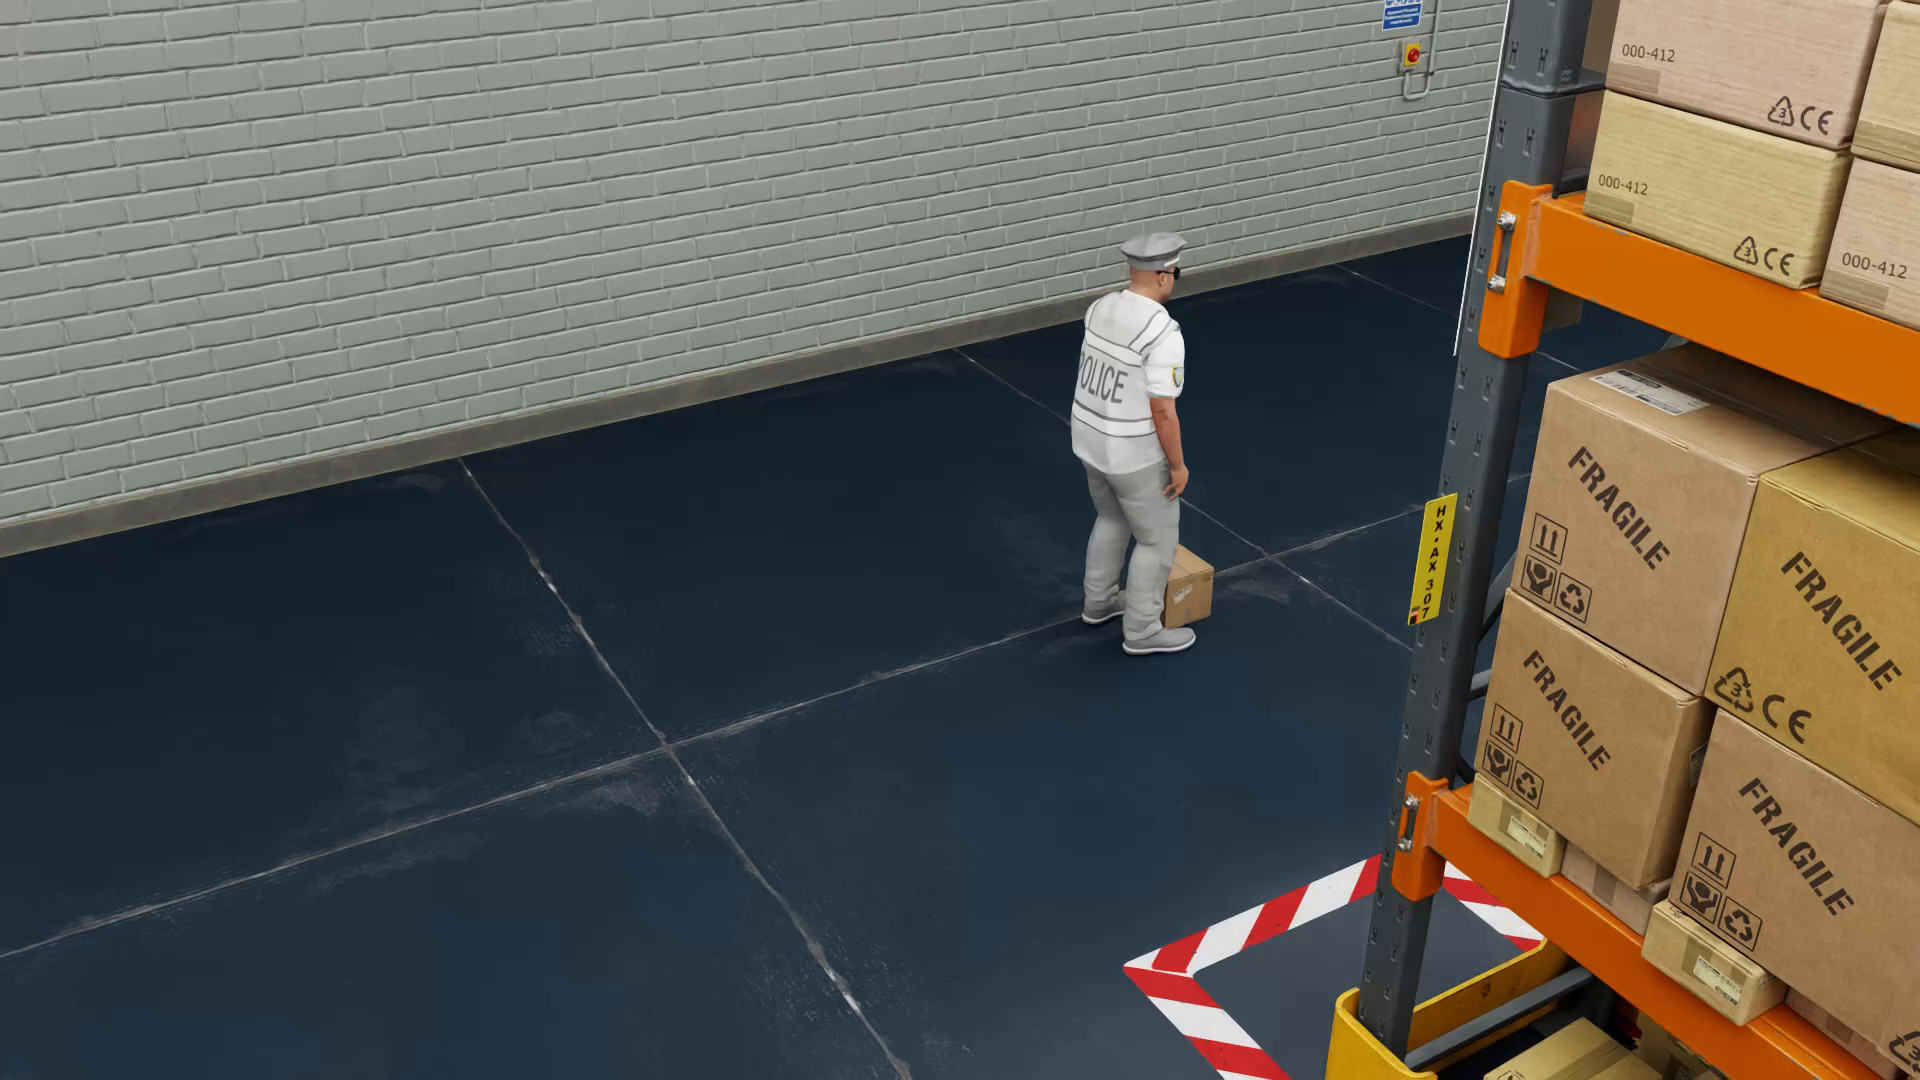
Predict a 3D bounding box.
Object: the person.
[{"bbox_3d":[0.696,-0.379,6.806,0.439,1.747,0.582,-17,33,-28],"label":"person"}]
